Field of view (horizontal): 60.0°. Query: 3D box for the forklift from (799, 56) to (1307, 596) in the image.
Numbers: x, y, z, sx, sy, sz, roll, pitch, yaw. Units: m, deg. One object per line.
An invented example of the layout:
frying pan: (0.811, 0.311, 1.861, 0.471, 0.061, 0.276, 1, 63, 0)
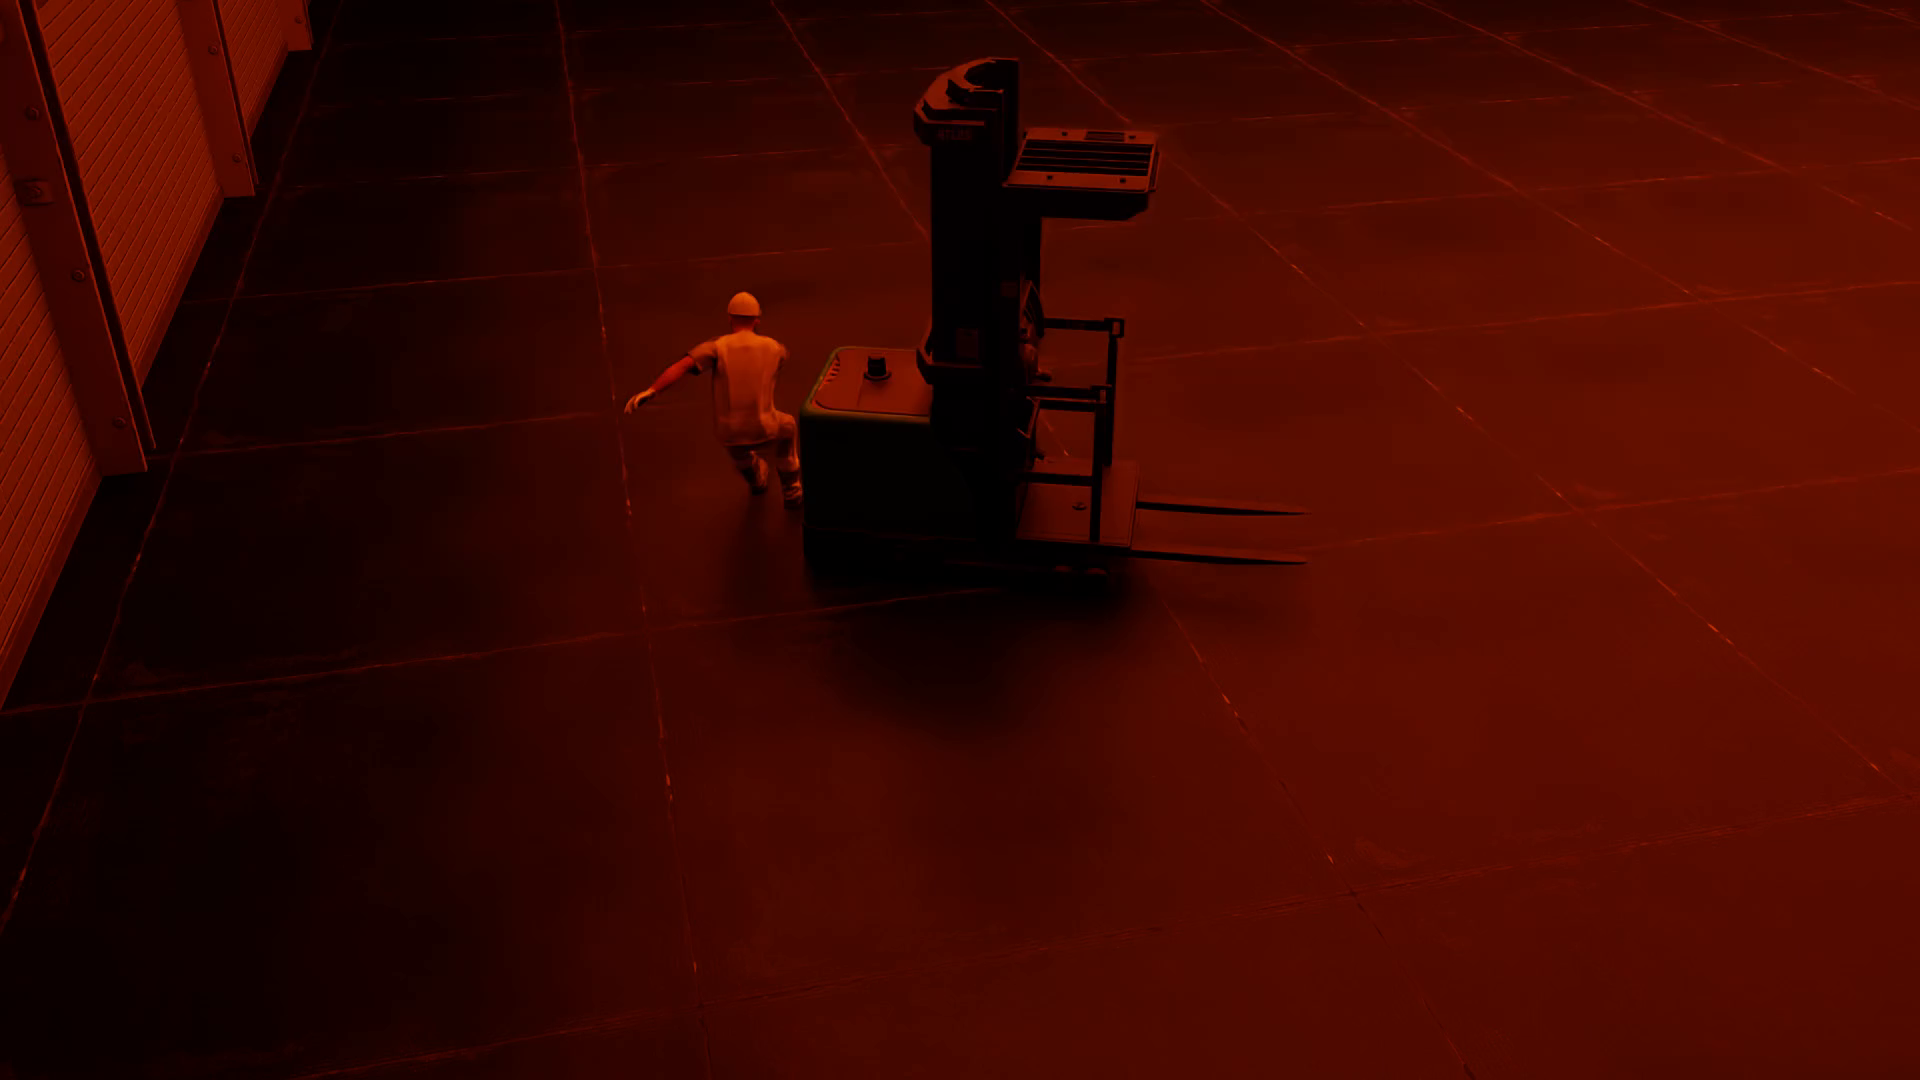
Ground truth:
forklift: (0.603, -1.222, 9.686, 3.031, 2.935, 1.130, 4, 30, 8)

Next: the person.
person: (-1.525, -0.813, 10.430, 1.084, 1.532, 1.056, -5, 30, -8)
